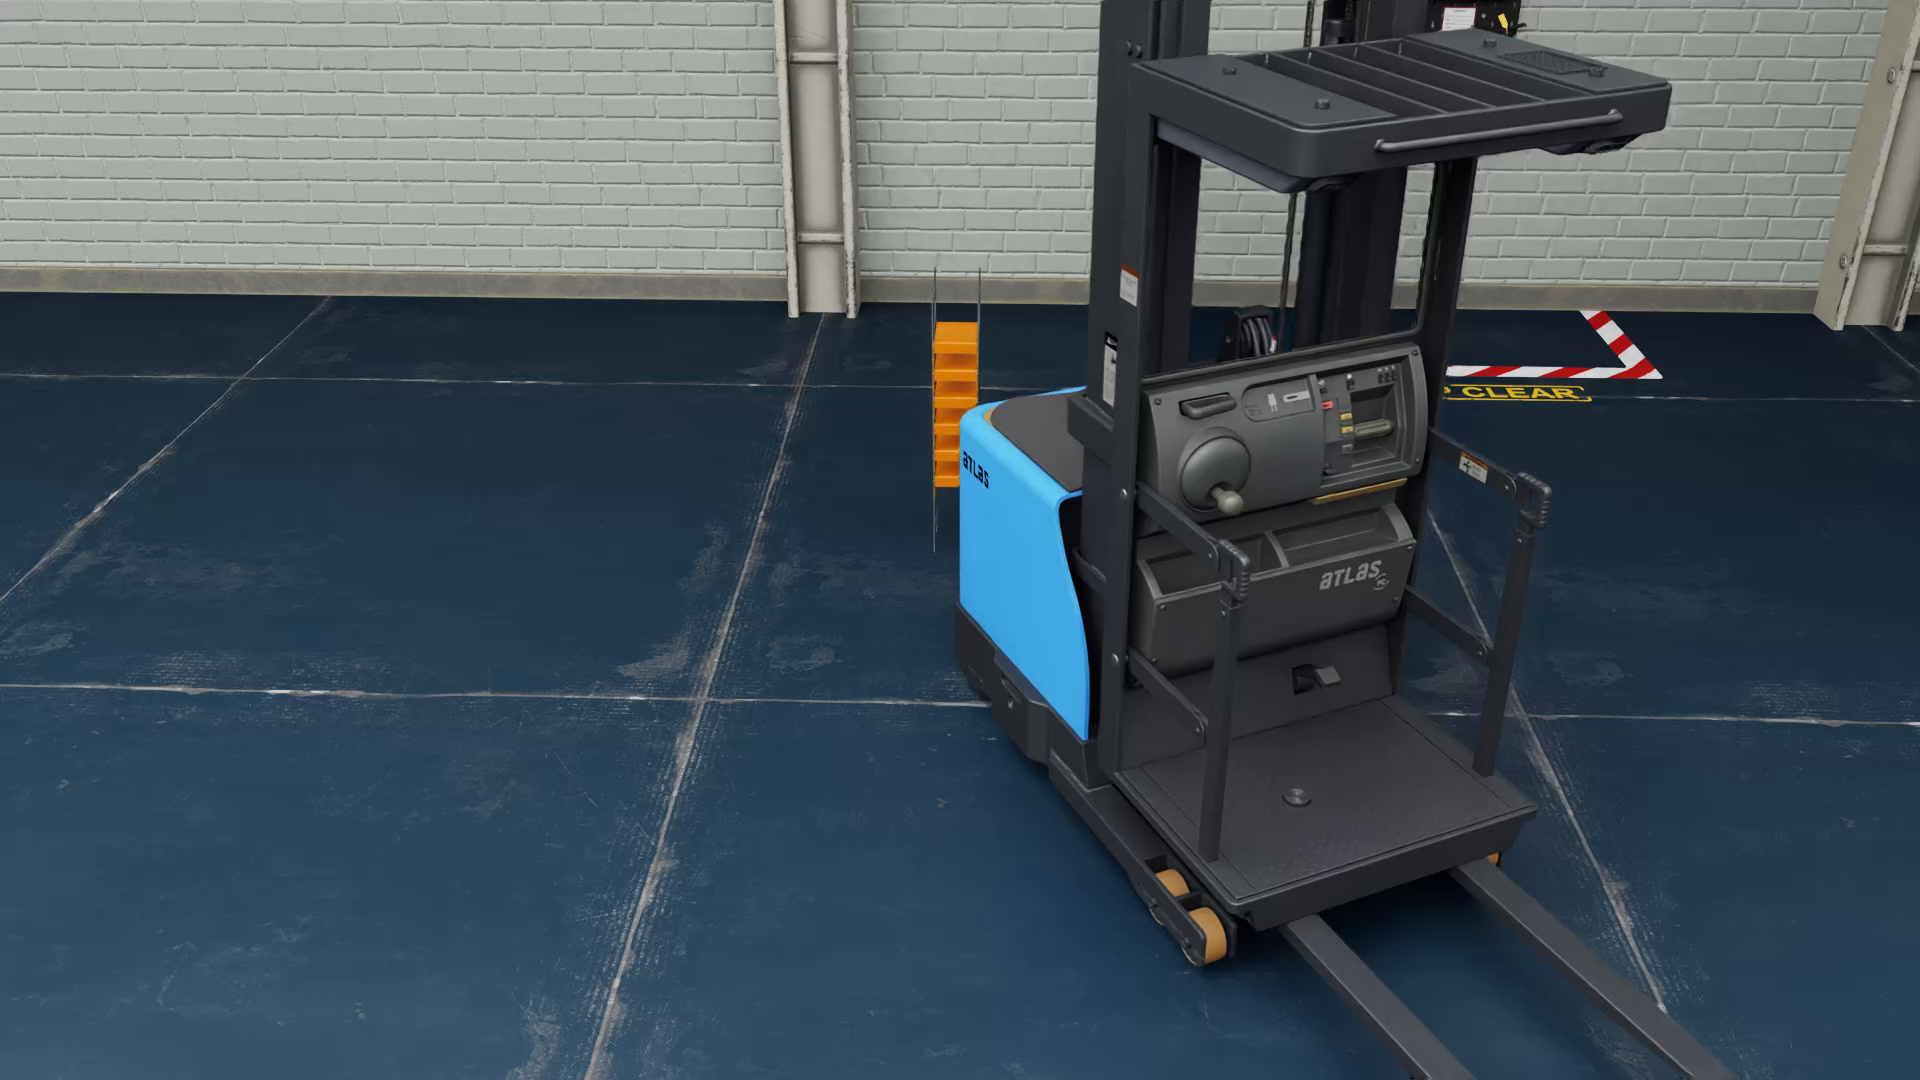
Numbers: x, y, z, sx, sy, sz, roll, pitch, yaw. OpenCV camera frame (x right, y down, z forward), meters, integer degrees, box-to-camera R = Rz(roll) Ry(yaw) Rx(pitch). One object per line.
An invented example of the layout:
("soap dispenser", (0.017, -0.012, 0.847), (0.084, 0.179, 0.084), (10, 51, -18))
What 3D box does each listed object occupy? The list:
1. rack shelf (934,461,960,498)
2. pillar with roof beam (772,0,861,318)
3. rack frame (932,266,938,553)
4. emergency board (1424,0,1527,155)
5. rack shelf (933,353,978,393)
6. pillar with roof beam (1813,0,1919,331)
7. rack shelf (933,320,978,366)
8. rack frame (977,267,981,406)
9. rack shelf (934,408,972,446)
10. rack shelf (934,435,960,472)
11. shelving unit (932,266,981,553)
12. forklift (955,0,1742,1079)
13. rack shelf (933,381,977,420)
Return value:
("rack shelf", (-0.014, -0.279, 7.103), (0.180, 0.103, 0.258), (1, 28, 2))
("pillar with roof beam", (-0.948, -3.331, 3.925), (0.400, 9.000, 9.100), (1, 28, 2))
("rack frame", (-0.106, -0.532, 6.972), (0.006, 1.200, 0.240), (1, 28, 2))
("emergency board", (2.732, -2.655, 9.055), (0.643, 1.169, 0.194), (1, 28, 2))
("rack shelf", (-0.014, -0.703, 6.878), (0.180, 0.103, 0.258), (1, 28, 2))
("pillar with roof beam", (5.048, -3.232, 3.738), (0.400, 9.000, 9.100), (1, 28, 2))
("rack shelf", (-0.014, -0.809, 6.822), (0.180, 0.103, 0.258), (1, 28, 2))
("rack frame", (0.077, -0.529, 6.967), (0.006, 1.200, 0.240), (1, 28, 2))
("rack shelf", (-0.014, -0.491, 6.990), (0.180, 0.103, 0.258), (1, 28, 2))
("rack shelf", (-0.014, -0.385, 7.046), (0.180, 0.103, 0.258), (1, 28, 2))
("shelving unit", (-0.014, -0.530, 6.969), (0.189, 1.200, 0.258), (1, 28, 2))
("forklift", (1.051, -0.277, 4.643), (1.130, 2.935, 3.031), (-12, 30, -21))
("rack shelf", (-0.014, -0.597, 6.934), (0.180, 0.103, 0.258), (1, 28, 2))
